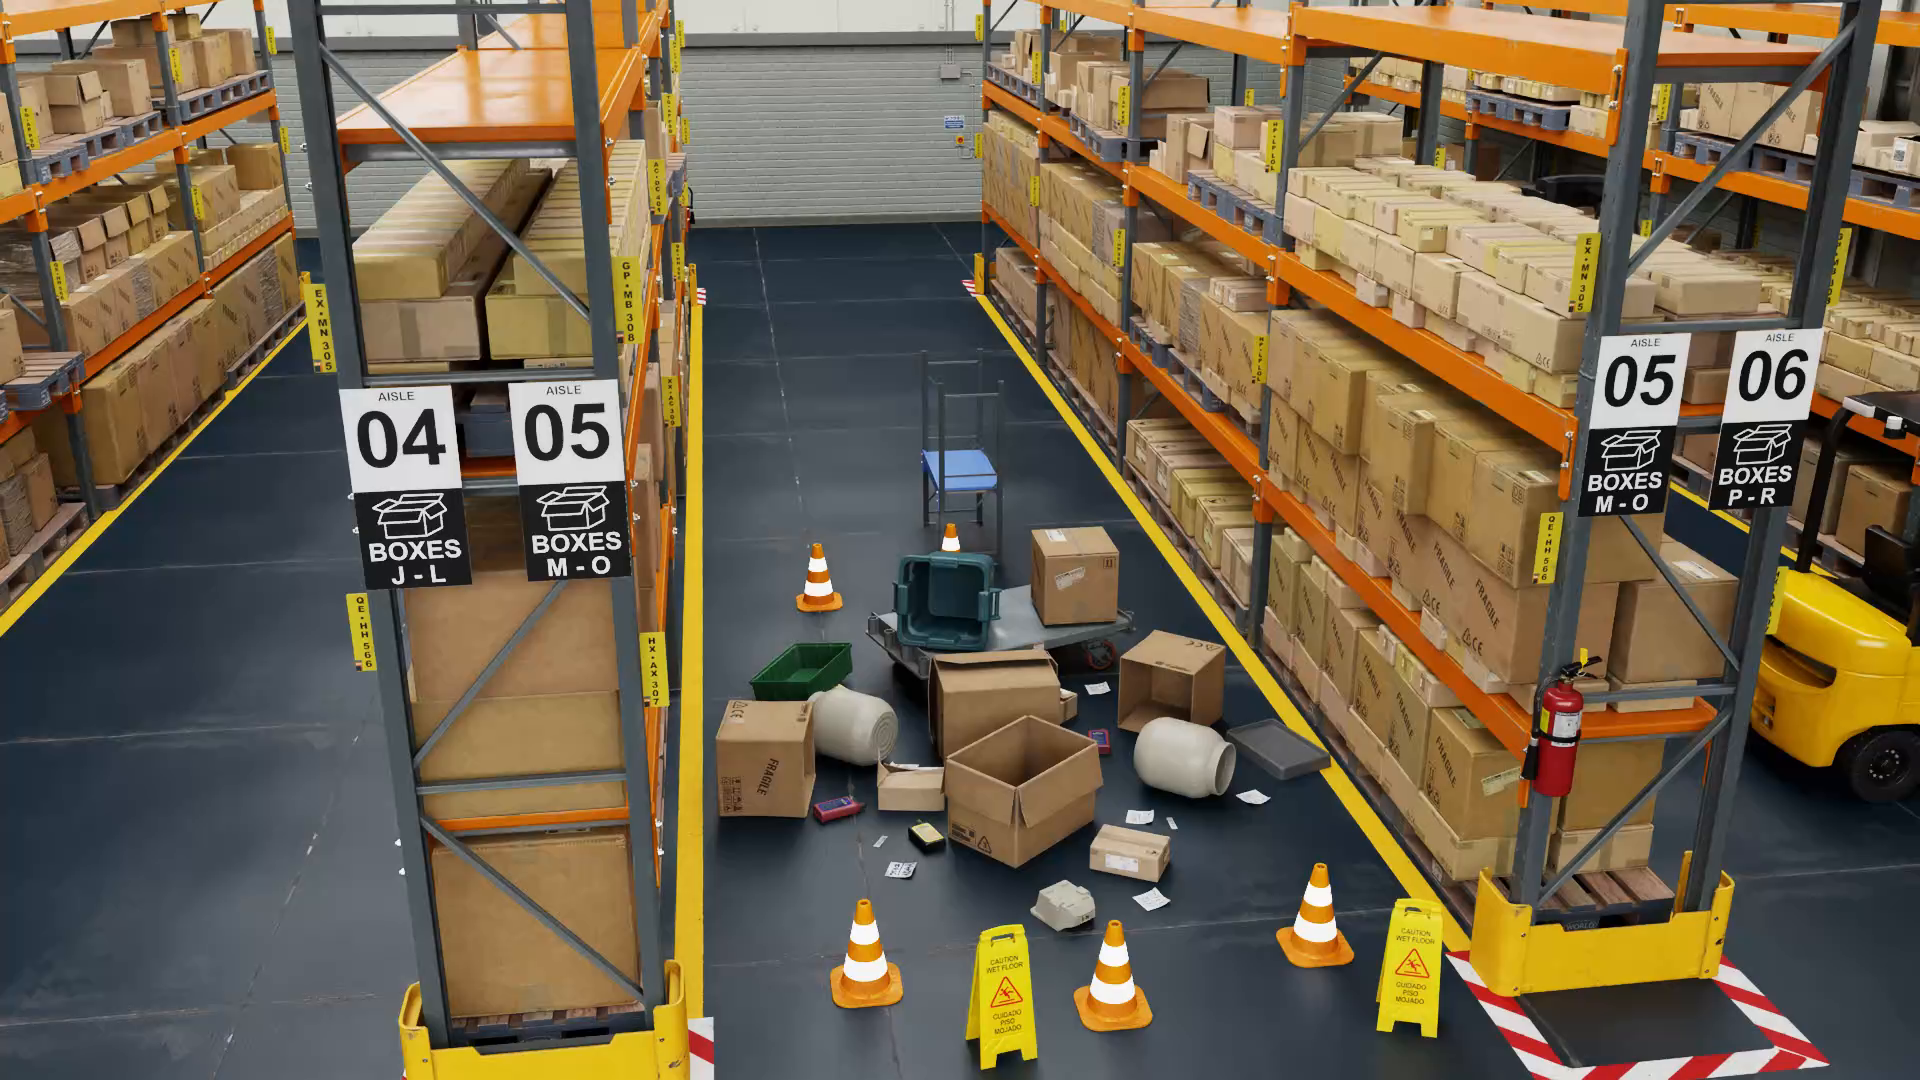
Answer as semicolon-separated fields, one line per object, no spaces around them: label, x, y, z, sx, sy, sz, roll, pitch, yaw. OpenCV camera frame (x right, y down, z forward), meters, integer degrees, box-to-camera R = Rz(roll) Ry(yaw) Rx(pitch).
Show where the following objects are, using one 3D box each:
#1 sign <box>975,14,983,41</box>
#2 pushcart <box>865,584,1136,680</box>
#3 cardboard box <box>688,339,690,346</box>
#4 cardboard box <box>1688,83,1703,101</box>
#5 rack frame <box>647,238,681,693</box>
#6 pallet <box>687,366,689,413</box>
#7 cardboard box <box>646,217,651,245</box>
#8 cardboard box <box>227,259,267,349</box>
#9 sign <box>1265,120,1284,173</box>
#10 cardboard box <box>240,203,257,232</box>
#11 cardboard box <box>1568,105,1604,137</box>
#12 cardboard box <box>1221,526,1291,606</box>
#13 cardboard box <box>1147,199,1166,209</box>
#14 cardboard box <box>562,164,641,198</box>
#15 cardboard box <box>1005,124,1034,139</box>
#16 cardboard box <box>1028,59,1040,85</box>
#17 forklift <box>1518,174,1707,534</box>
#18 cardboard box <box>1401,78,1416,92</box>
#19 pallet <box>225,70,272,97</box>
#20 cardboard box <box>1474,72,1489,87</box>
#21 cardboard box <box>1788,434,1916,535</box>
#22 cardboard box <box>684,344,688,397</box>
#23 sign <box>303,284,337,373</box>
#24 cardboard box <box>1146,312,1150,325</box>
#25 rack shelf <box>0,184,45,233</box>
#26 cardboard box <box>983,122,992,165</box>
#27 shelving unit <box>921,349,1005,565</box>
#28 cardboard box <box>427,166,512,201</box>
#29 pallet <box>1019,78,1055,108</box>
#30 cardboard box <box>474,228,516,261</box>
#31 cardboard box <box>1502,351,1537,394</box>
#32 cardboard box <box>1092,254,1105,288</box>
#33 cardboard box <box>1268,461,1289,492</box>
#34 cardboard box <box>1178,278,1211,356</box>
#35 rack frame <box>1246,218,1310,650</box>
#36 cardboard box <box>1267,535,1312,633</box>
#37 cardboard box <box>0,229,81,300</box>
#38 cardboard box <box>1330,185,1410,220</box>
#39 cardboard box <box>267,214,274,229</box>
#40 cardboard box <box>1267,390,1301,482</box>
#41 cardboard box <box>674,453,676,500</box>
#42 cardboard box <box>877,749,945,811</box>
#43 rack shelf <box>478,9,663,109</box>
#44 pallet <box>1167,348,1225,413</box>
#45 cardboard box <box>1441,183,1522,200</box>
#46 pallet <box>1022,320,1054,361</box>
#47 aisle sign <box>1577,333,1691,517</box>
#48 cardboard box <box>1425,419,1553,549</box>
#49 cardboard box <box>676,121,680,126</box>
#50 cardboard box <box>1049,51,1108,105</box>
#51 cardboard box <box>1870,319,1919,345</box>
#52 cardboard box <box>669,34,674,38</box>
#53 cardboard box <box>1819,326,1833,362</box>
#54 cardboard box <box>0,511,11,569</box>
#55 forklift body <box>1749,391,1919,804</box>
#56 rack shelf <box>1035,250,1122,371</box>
sign;0.250;-6.660;21.610;0.100;0.325;0.005;-3;21;-8
pushcart;0.280;0.682;11.351;1.648;0.377;0.936;-11;23;-26
cardboard box;-3.280;-2.260;18.954;0.380;0.149;0.250;-2;21;-6
cardboard box;7.077;-4.207;15.626;0.380;0.149;0.250;-3;21;-7
rack frame;-2.354;-0.394;10.485;1.000;3.000;0.127;-3;21;-8
pallet;-3.394;-1.588;17.667;1.003;0.211;1.213;-3;21;-8
cardboard box;-1.949;-1.728;9.385;0.380;0.149;0.250;-3;21;-7
cardboard box;-8.576;-2.695;19.080;0.875;0.875;0.875;-3;21;-8
sign;1.981;-2.482;10.484;0.100;0.325;0.005;-3;21;-8
cardboard box;-8.449;-3.717;19.169;0.500;0.250;0.500;-3;21;-8
cardboard box;6.404;-4.163;16.503;0.500;0.250;0.500;-3;21;-8
cardboard box;2.451;0.174;12.119;0.950;0.372;0.625;-3;21;-7
cardboard box;2.043;-2.933;15.711;0.500;0.500;0.500;-3;21;-8
cardboard box;-1.839;-1.838;8.538;0.380;0.149;0.250;-3;21;-8
cardboard box;0.759;-4.977;20.255;0.380;0.149;0.250;-3;21;-9
cardboard box;0.967;-5.240;18.619;0.396;0.266;0.258;-2;21;-6
forklift;4.876;-1.244;12.858;1.130;2.935;3.031;-3;21;-8
cardboard box;5.692;-5.629;20.572;0.380;0.149;0.250;-2;21;-7
pallet;-8.890;-5.441;19.837;1.003;0.211;1.213;-3;21;-8
cardboard box;5.937;-5.108;18.434;0.380;0.149;0.250;-3;21;-7
cardboard box;7.250;-0.464;13.465;0.875;0.625;0.625;-3;21;-8
cardboard box;-3.078;-1.769;17.137;0.500;0.500;0.500;-3;21;-9
sign;-2.317;-0.770;6.050;0.100;0.325;0.005;-3;21;-8
cardboard box;1.823;-1.921;14.332;0.380;0.149;0.250;-4;21;-11
rack shelf;-7.565;-1.940;11.364;1.077;0.370;4.000;-3;21;-8
cardboard box;0.587;-5.168;21.695;0.500;0.500;0.500;-3;21;-9
shelving unit;0.012;-0.673;13.375;0.538;1.500;1.048;-3;21;-8
cardboard box;-2.489;-1.803;8.445;0.380;0.149;0.250;-3;21;-7
pallet;1.269;-5.096;18.913;1.003;0.211;1.213;-3;21;-8
cardboard box;-2.268;-1.230;7.480;0.500;0.250;0.500;-3;21;-8
cardboard box;2.709;-0.775;7.577;0.380;0.149;0.250;-3;21;-7
cardboard box;1.554;-2.560;15.783;0.500;0.250;0.500;-3;21;-9
cardboard box;2.257;-0.436;10.955;0.380;0.149;0.250;-3;21;-8
cardboard box;2.018;-1.742;12.925;0.500;0.500;0.500;-4;21;-10
rack frame;2.529;-0.679;11.247;1.000;3.000;0.127;-3;21;-8
cardboard box;2.347;0.279;10.940;0.500;0.500;0.500;-2;21;-5
cardboard box;-7.943;-2.335;14.104;0.797;0.503;0.637;-2;21;-6
cardboard box;2.359;-1.942;9.560;0.380;0.149;0.250;-3;21;-8
cardboard box;-8.520;-3.846;20.085;0.380;0.149;0.250;-3;21;-7
cardboard box;2.317;-0.699;10.732;0.500;0.500;0.500;-3;21;-8
cardboard box;-2.932;-0.707;13.936;1.050;0.750;0.750;-3;21;-8
cardboard box;-0.284;1.389;9.618;0.396;0.266;0.258;1;20;2
rack shelf;-2.643;-3.373;11.485;1.077;0.370;4.000;-3;21;-8
pallet;2.279;-1.291;13.159;1.003;0.211;1.213;-3;21;-8
cardboard box;3.021;-1.977;9.655;0.380;0.149;0.250;-2;21;-6
pallet;1.344;-2.410;19.866;1.003;0.211;1.213;-3;21;-8
aisle sign;2.828;-0.476;6.987;0.394;0.787;0.004;-3;21;-8
cardboard box;2.751;-0.290;8.209;0.700;0.500;0.500;-3;21;-7
cardboard box;-3.699;-4.882;20.504;0.500;0.500;0.500;-4;21;-10
cardboard box;1.216;-4.778;17.191;0.500;0.500;0.500;-3;21;-9
cardboard box;7.133;-1.564;12.547;0.380;0.149;0.250;-3;21;-8
cardboard box;-3.746;-6.205;20.685;0.380;0.149;0.250;-3;21;-8
cardboard box;6.968;-1.607;13.231;0.500;0.250;0.500;-3;21;-7
cardboard box;-7.556;0.019;12.322;0.700;0.500;0.500;-1;21;-3
forklift body;5.939;0.287;9.873;2.313;2.155;1.214;-3;21;-8
rack shelf;1.664;-2.419;16.935;1.077;0.370;4.000;-3;21;-8
